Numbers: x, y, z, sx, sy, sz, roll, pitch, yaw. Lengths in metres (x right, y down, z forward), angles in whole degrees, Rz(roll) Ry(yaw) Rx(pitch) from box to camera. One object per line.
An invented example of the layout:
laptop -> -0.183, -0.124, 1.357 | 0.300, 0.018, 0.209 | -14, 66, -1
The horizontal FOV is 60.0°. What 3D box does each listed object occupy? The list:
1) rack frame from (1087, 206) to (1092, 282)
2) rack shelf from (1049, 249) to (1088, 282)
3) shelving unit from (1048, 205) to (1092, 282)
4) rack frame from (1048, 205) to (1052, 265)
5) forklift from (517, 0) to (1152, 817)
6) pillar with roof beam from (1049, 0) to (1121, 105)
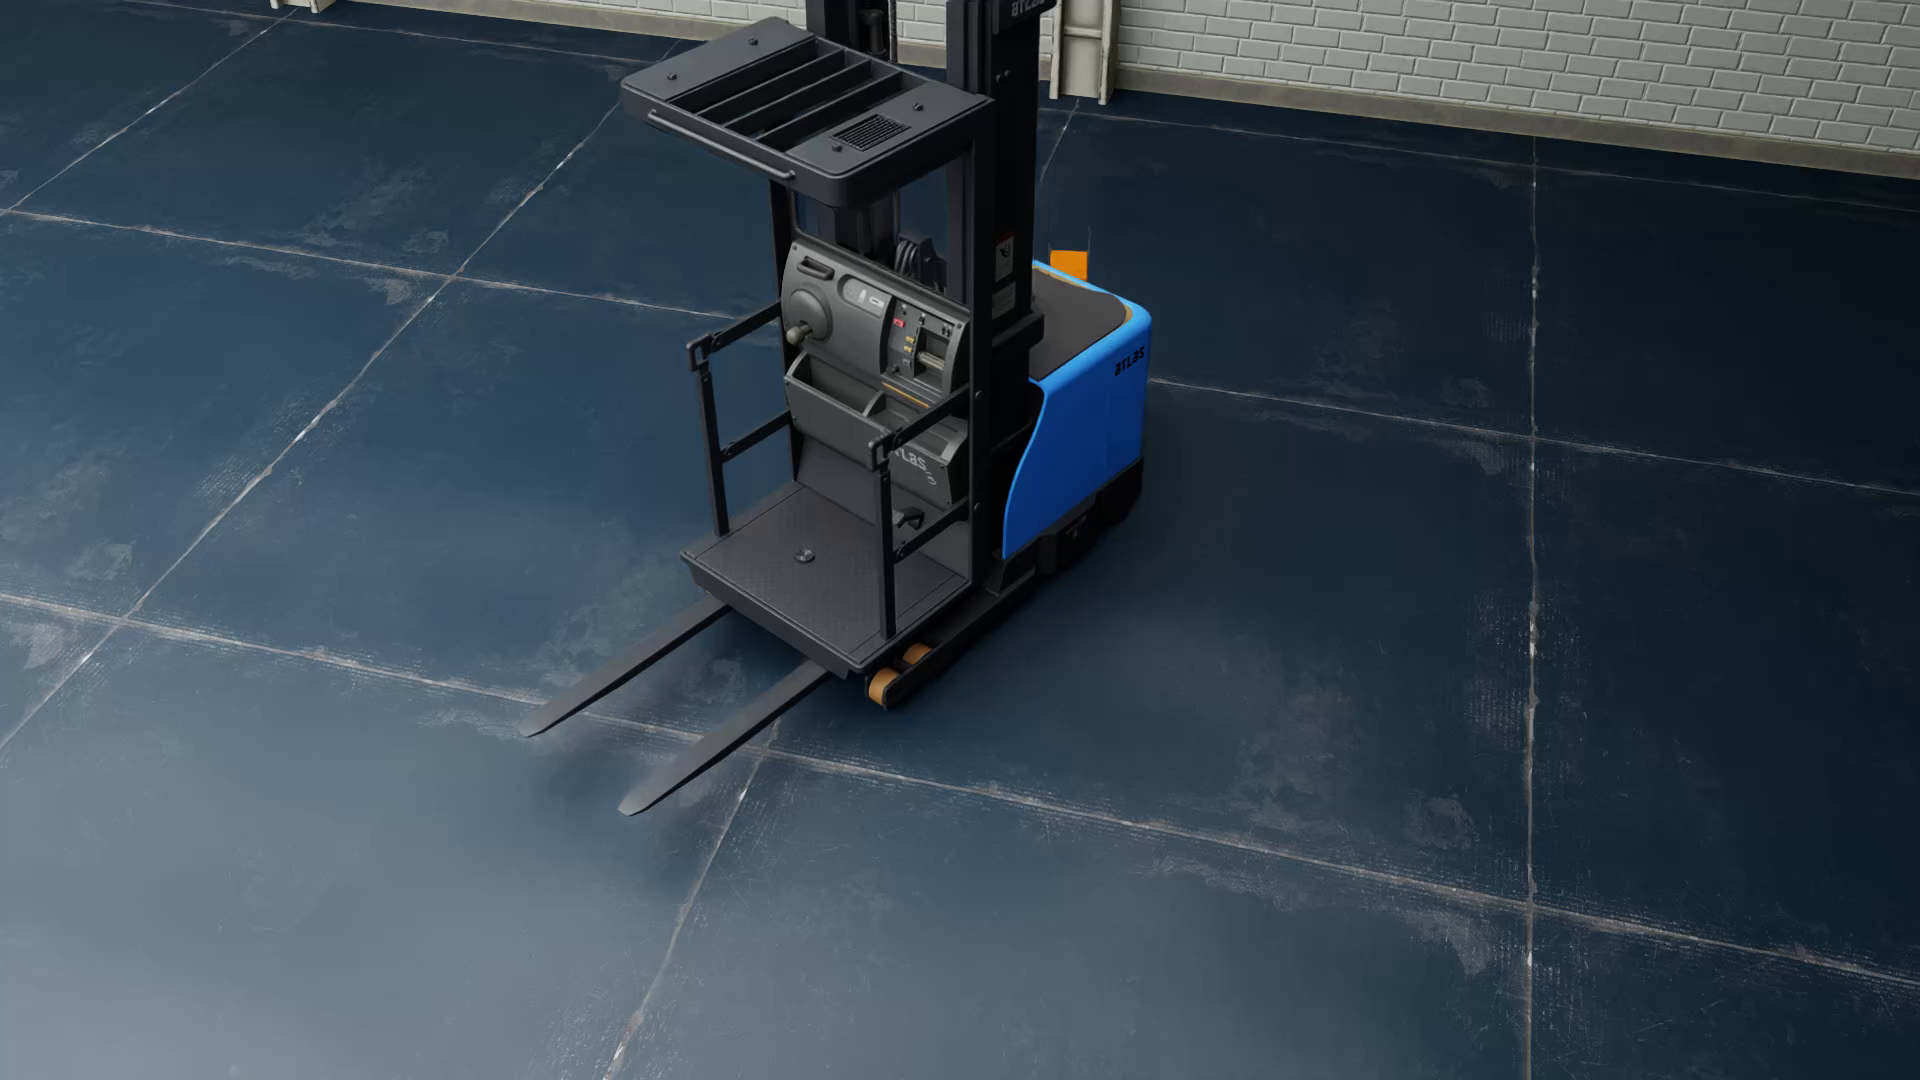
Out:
rack frame -> 0.596, -1.015, 8.025 | 0.006, 1.200, 0.240 | 3, 40, 3
rack shelf -> 0.508, -1.260, 7.826 | 0.180, 0.103, 0.258 | 3, 40, 3
shelving unit -> 0.505, -1.019, 8.029 | 0.189, 1.200, 0.258 | 3, 40, 3
rack frame -> 0.414, -1.024, 8.033 | 0.006, 1.200, 0.240 | 3, 40, 3
forklift -> -0.489, -0.797, 6.420 | 1.130, 2.935, 3.031 | 29, 48, 30
pillar with roof beam -> -0.273, -3.845, 5.331 | 0.400, 9.000, 9.100 | 10, 41, 11
